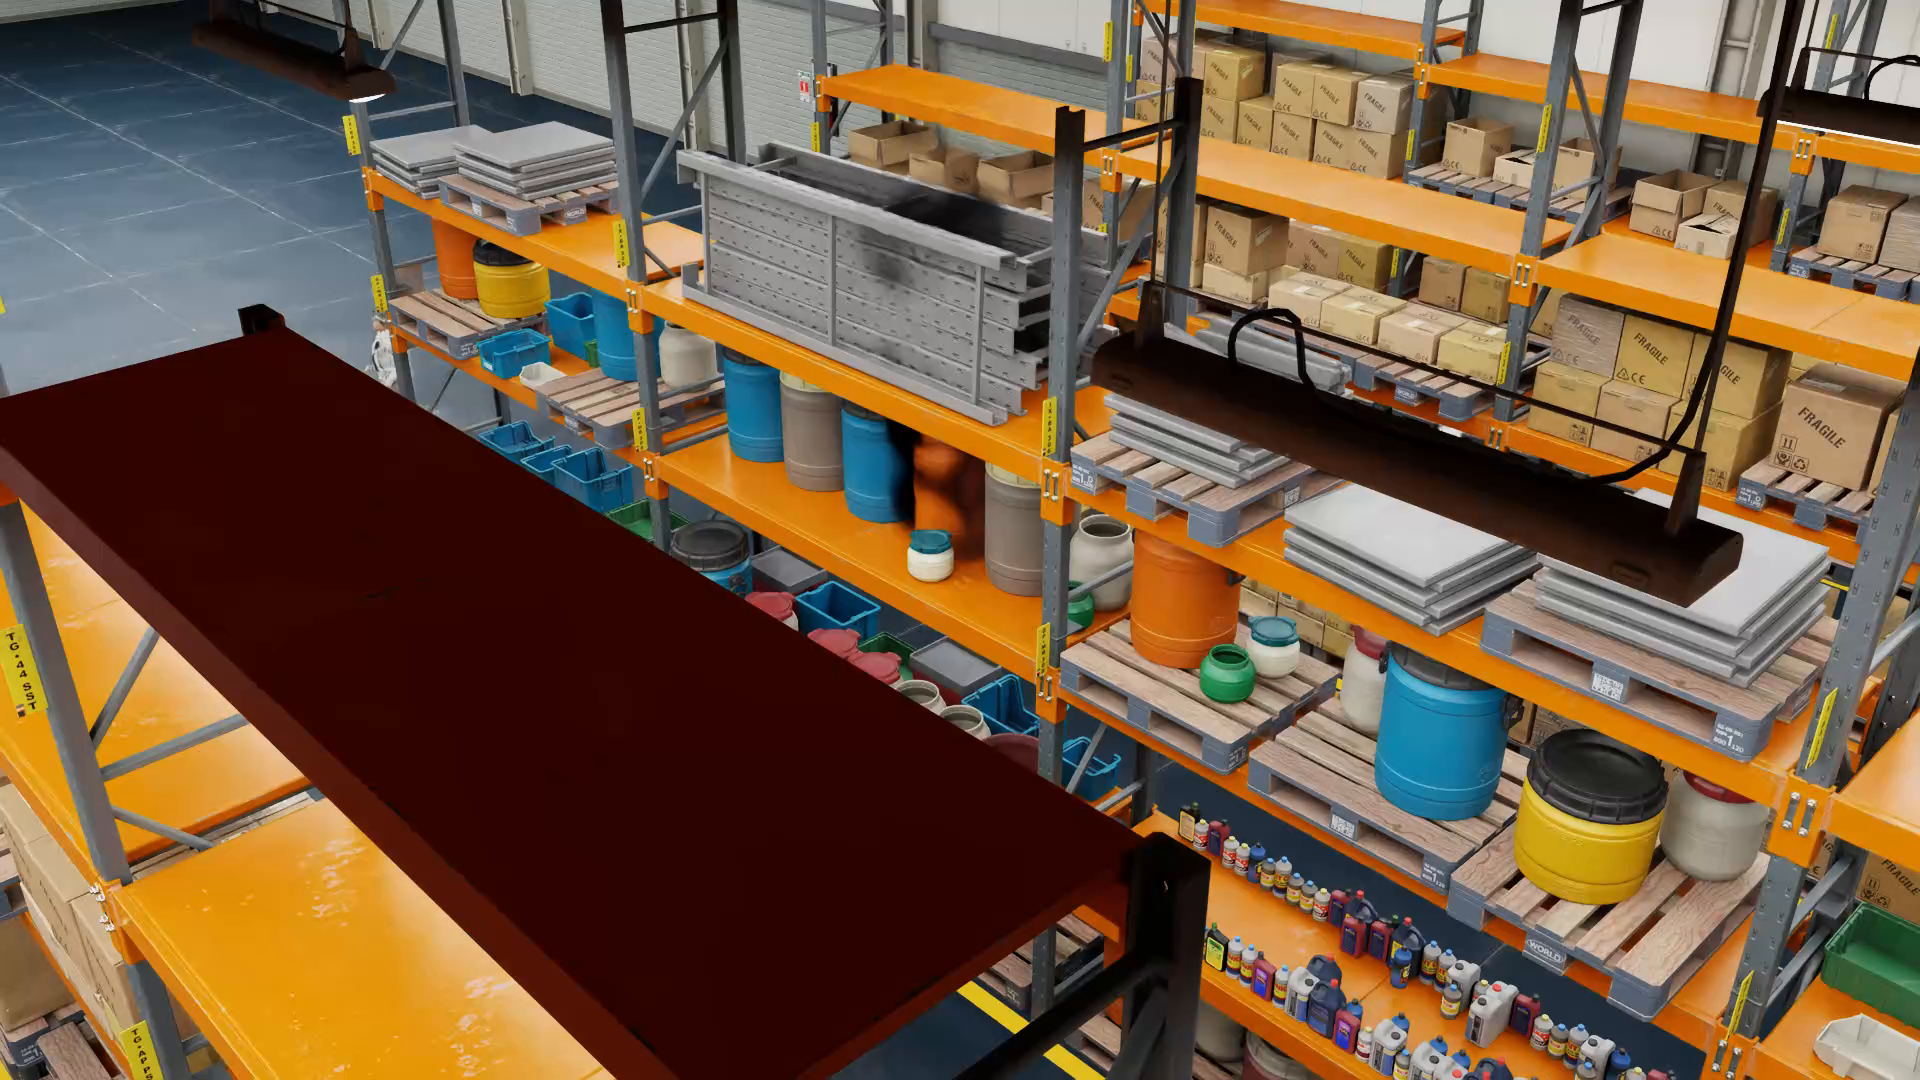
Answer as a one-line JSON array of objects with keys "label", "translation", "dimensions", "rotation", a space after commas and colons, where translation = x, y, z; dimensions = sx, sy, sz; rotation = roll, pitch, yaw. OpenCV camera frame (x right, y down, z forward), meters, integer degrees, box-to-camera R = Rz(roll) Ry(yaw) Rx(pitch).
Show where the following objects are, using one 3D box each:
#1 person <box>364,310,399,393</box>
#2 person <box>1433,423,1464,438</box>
[{"label": "person", "translation": [-6.325, -1.798, 18.488], "dimensions": [0.550, 1.658, 0.614], "rotation": [-10, 30, -17]}, {"label": "person", "translation": [4.688, -0.682, 16.363], "dimensions": [0.654, 1.728, 0.558], "rotation": [19, 34, 31]}]
